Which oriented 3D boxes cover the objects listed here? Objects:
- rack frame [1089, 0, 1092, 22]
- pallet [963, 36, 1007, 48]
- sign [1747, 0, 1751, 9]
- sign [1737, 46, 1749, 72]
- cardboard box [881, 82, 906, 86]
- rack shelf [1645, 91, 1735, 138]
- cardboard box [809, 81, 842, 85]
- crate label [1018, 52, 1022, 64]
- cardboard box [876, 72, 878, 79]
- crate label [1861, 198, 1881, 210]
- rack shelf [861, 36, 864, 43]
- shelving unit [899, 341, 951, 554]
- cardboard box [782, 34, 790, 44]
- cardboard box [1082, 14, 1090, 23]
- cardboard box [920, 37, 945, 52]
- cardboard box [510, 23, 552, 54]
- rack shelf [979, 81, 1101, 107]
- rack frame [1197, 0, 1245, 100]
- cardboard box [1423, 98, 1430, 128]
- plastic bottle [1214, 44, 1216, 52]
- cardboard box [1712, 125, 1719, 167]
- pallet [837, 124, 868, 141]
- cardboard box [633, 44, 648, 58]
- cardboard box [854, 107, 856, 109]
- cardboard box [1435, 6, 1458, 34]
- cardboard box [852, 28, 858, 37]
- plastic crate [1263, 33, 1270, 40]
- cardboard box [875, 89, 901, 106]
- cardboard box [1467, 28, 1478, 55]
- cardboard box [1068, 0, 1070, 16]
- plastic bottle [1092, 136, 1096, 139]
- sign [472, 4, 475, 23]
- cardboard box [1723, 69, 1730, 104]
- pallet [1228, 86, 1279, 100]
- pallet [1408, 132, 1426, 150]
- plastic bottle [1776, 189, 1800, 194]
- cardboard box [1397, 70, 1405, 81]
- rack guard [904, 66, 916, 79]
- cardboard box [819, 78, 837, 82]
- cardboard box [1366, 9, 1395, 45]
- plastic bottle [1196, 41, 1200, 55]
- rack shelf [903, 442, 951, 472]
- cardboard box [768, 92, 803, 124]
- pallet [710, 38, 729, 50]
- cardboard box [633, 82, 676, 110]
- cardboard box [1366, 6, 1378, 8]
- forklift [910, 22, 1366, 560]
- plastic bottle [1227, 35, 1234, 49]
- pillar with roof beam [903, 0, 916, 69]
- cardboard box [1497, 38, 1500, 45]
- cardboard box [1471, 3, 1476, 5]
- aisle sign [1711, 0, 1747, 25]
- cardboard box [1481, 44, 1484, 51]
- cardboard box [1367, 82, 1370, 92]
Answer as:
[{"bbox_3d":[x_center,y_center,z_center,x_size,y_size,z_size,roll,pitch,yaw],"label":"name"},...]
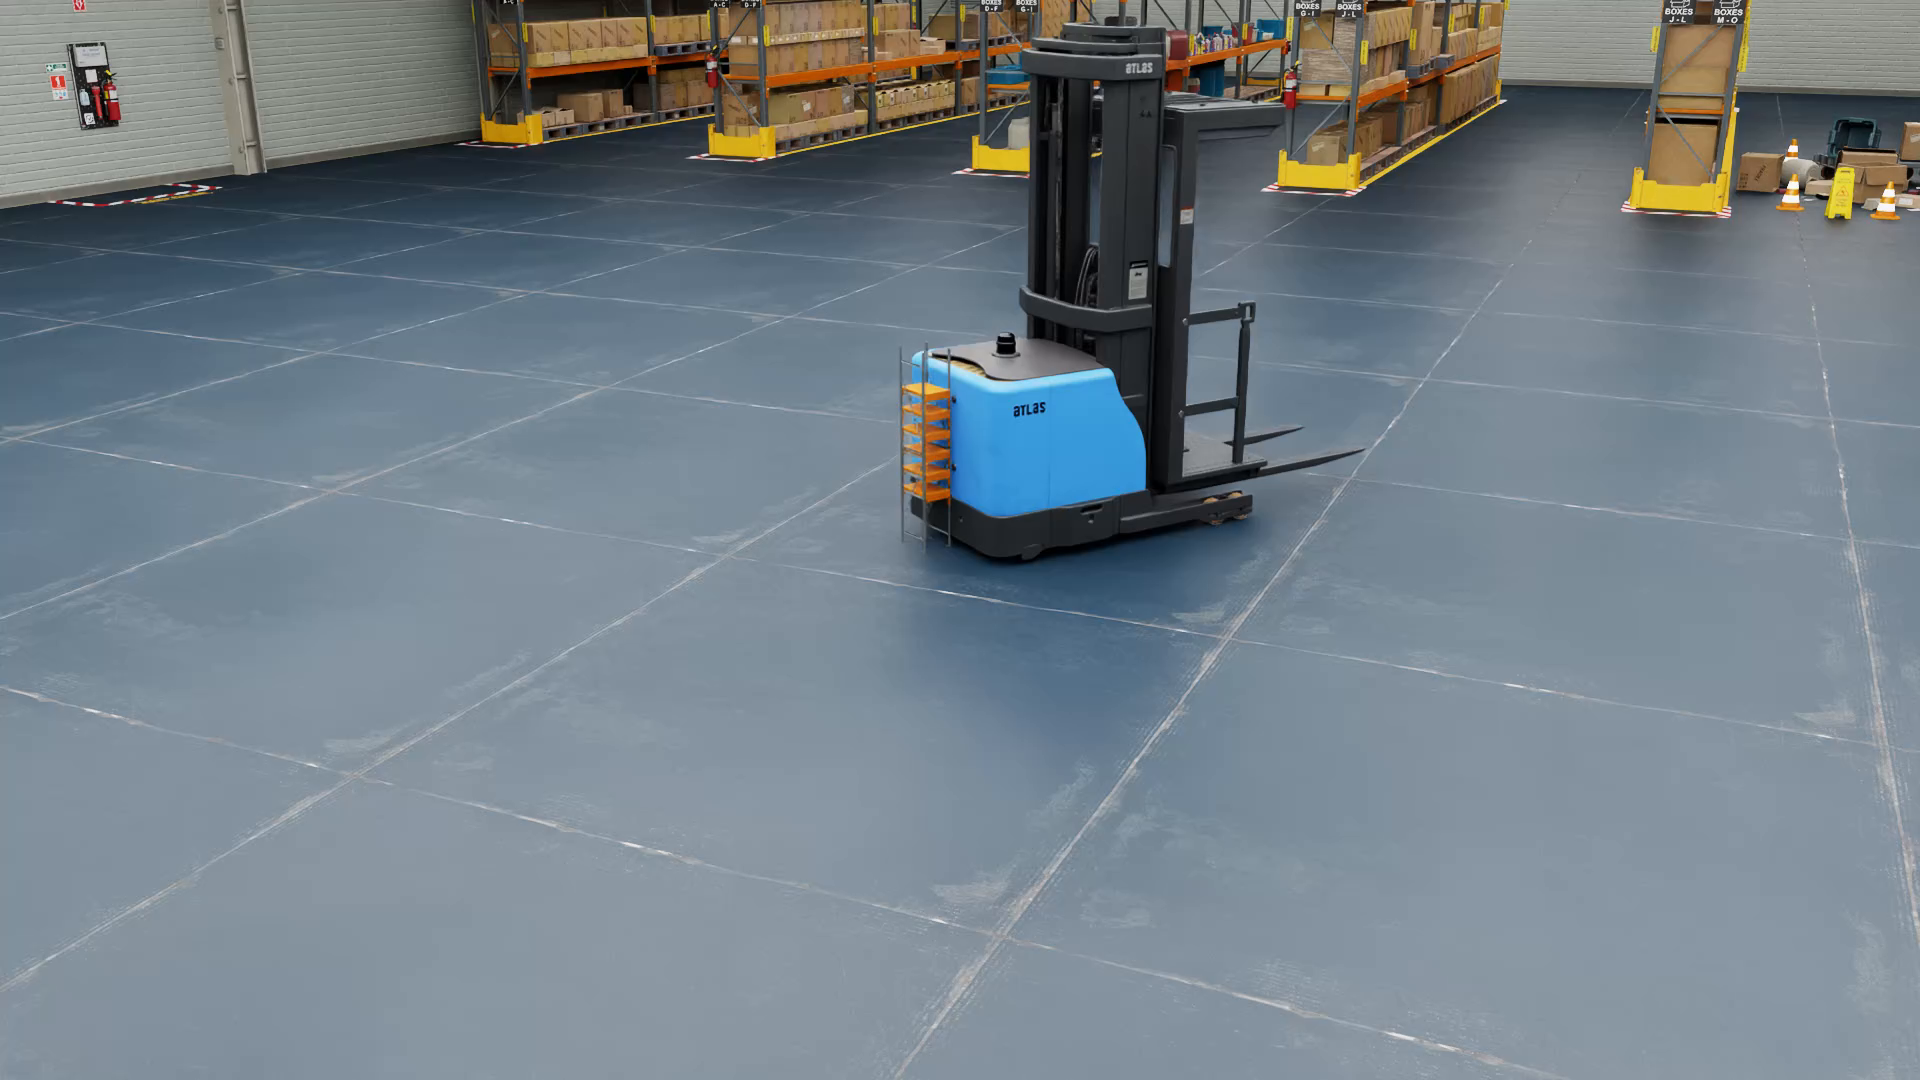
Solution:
[{"bbox_3d":[2.825,-12.922,41.827,1.000,3.000,0.127,9,21,23],"label":"rack frame"},{"bbox_3d":[0.341,-10.981,36.656,1.003,0.211,1.213,9,21,23],"label":"pallet"},{"bbox_3d":[16.843,-11.462,35.523,0.100,0.325,0.005,9,21,23],"label":"sign"},{"bbox_3d":[10.297,-6.326,21.870,0.100,0.325,0.005,9,21,23],"label":"sign"},{"bbox_3d":[-1.352,-9.206,34.017,0.500,0.311,0.500,8,21,21],"label":"cardboard box"},{"bbox_3d":[10.612,-6.231,24.087,1.077,0.370,4.000,9,21,23],"label":"rack shelf"},{"bbox_3d":[-2.564,-8.410,31.499,0.500,0.500,0.500,9,21,23],"label":"cardboard box"},{"bbox_3d":[1.298,-7.966,27.840,0.502,0.435,0.616,9,21,23],"label":"crate label"},{"bbox_3d":[-2.513,-11.922,42.119,0.700,0.500,0.500,9,22,24],"label":"cardboard box"},{"bbox_3d":[12.463,-4.567,22.607,0.250,0.136,0.298,-2,20,-5],"label":"crate label"},{"bbox_3d":[-2.515,-12.650,42.136,1.077,0.370,4.000,9,21,23],"label":"rack shelf"},{"bbox_3d":[-0.201,-0.532,9.674,0.189,1.200,0.258,-14,24,-35],"label":"shelving unit"},{"bbox_3d":[-3.161,-8.631,28.644,0.380,0.149,0.250,9,21,23],"label":"cardboard box"},{"bbox_3d":[2.890,-12.795,41.320,0.500,0.500,0.500,9,22,24],"label":"cardboard box"},{"bbox_3d":[-0.640,-10.329,34.669,0.500,0.311,0.500,10,22,26],"label":"cardboard box"},{"bbox_3d":[-7.778,-9.106,30.172,0.500,0.500,0.500,9,21,23],"label":"cardboard box"},{"bbox_3d":[1.610,-7.622,27.999,1.077,0.370,4.000,9,21,23],"label":"rack shelf"},{"bbox_3d":[5.705,-11.018,36.474,1.000,3.000,0.127,9,21,23],"label":"rack frame"},{"bbox_3d":[8.329,-7.938,30.886,0.700,0.500,0.500,7,21,20],"label":"cardboard box"},{"bbox_3d":[5.309,-10.343,34.871,0.097,0.201,0.097,0,20,0],"label":"plastic bottle"},{"bbox_3d":[10.744,-5.920,24.682,0.875,0.875,0.875,9,21,23],"label":"cardboard box"},{"bbox_3d":[-2.453,-7.702,31.312,1.003,0.211,1.213,9,21,23],"label":"pallet"},{"bbox_3d":[-6.527,-9.684,32.918,0.500,0.250,0.500,9,21,23],"label":"cardboard box"},{"bbox_3d":[-2.184,-8.322,32.370,0.500,0.250,0.500,8,21,22],"label":"cardboard box"},{"bbox_3d":[9.169,-10.056,32.121,0.797,0.503,0.637,9,22,24],"label":"cardboard box"},{"bbox_3d":[-2.108,-9.418,30.858,0.380,0.149,0.250,8,21,22],"label":"cardboard box"},{"bbox_3d":[7.042,-11.784,38.932,0.396,0.136,0.243,9,21,23],"label":"plastic crate"},{"bbox_3d":[-1.483,-8.665,32.496,0.500,0.311,0.500,8,21,22],"label":"cardboard box"},{"bbox_3d":[10.281,-10.205,34.039,0.500,0.500,0.500,9,21,23],"label":"cardboard box"},{"bbox_3d":[2.480,-12.953,40.272,0.500,0.500,0.500,9,22,24],"label":"cardboard box"},{"bbox_3d":[2.321,-7.150,28.993,0.061,0.283,0.133,10,22,26],"label":"plastic bottle"},{"bbox_3d":[-8.746,-9.486,29.966,0.100,0.325,0.005,9,21,23],"label":"sign"},{"bbox_3d":[10.453,-6.474,23.473,0.875,0.550,0.550,9,21,23],"label":"cardboard box"},{"bbox_3d":[6.969,-10.680,39.686,1.003,0.211,1.213,9,21,23],"label":"pallet"},{"bbox_3d":[7.763,-7.192,29.876,1.003,0.211,1.213,9,21,23],"label":"pallet"},{"bbox_3d":[11.992,-5.051,24.082,0.283,0.061,0.133,1,20,4],"label":"plastic bottle"},{"bbox_3d":[7.127,-7.669,27.430,0.380,0.149,0.250,9,21,23],"label":"cardboard box"},{"bbox_3d":[-1.686,-12.430,44.174,1.175,0.500,0.348,9,21,23],"label":"rack guard"},{"bbox_3d":[-3.481,-11.346,39.977,0.750,0.750,0.750,9,21,23],"label":"cardboard box"},{"bbox_3d":[6.397,-7.918,25.671,0.500,0.500,0.500,9,21,23],"label":"cardboard box"},{"bbox_3d":[4.825,-10.005,33.798,0.061,0.283,0.133,9,21,23],"label":"plastic bottle"},{"bbox_3d":[-0.201,-0.490,9.689,0.180,0.103,0.258,-14,24,-35],"label":"rack shelf"},{"bbox_3d":[-3.101,-7.573,29.144,0.500,0.500,0.500,9,21,23],"label":"cardboard box"},{"bbox_3d":[-5.166,-10.832,36.237,1.213,0.211,1.003,9,21,23],"label":"pallet"},{"bbox_3d":[-6.323,-9.189,34.404,0.700,0.500,0.500,9,22,25],"label":"cardboard box"},{"bbox_3d":[6.531,-8.449,27.164,0.500,0.500,0.500,9,21,23],"label":"cardboard box"},{"bbox_3d":[1.225,-1.612,10.128,3.031,2.935,1.130,-11,23,-29],"label":"forklift"},{"bbox_3d":[5.838,-10.795,36.031,0.152,0.276,0.135,9,21,23],"label":"plastic bottle"},{"bbox_3d":[2.548,-16.780,43.723,9.100,9.000,0.400,9,21,23],"label":"pillar with roof beam"},{"bbox_3d":[11.911,-11.209,37.386,0.380,0.149,0.250,9,21,23],"label":"cardboard box"},{"bbox_3d":[11.214,-11.722,37.113,0.500,0.500,0.500,8,21,21],"label":"cardboard box"},{"bbox_3d":[10.038,-7.121,21.635,0.394,0.787,0.004,9,21,23],"label":"aisle sign"},{"bbox_3d":[10.863,-10.426,35.184,0.380,0.149,0.250,9,22,24],"label":"cardboard box"},{"bbox_3d":[5.963,-6.834,25.083,0.380,0.149,0.250,9,21,23],"label":"cardboard box"}]
